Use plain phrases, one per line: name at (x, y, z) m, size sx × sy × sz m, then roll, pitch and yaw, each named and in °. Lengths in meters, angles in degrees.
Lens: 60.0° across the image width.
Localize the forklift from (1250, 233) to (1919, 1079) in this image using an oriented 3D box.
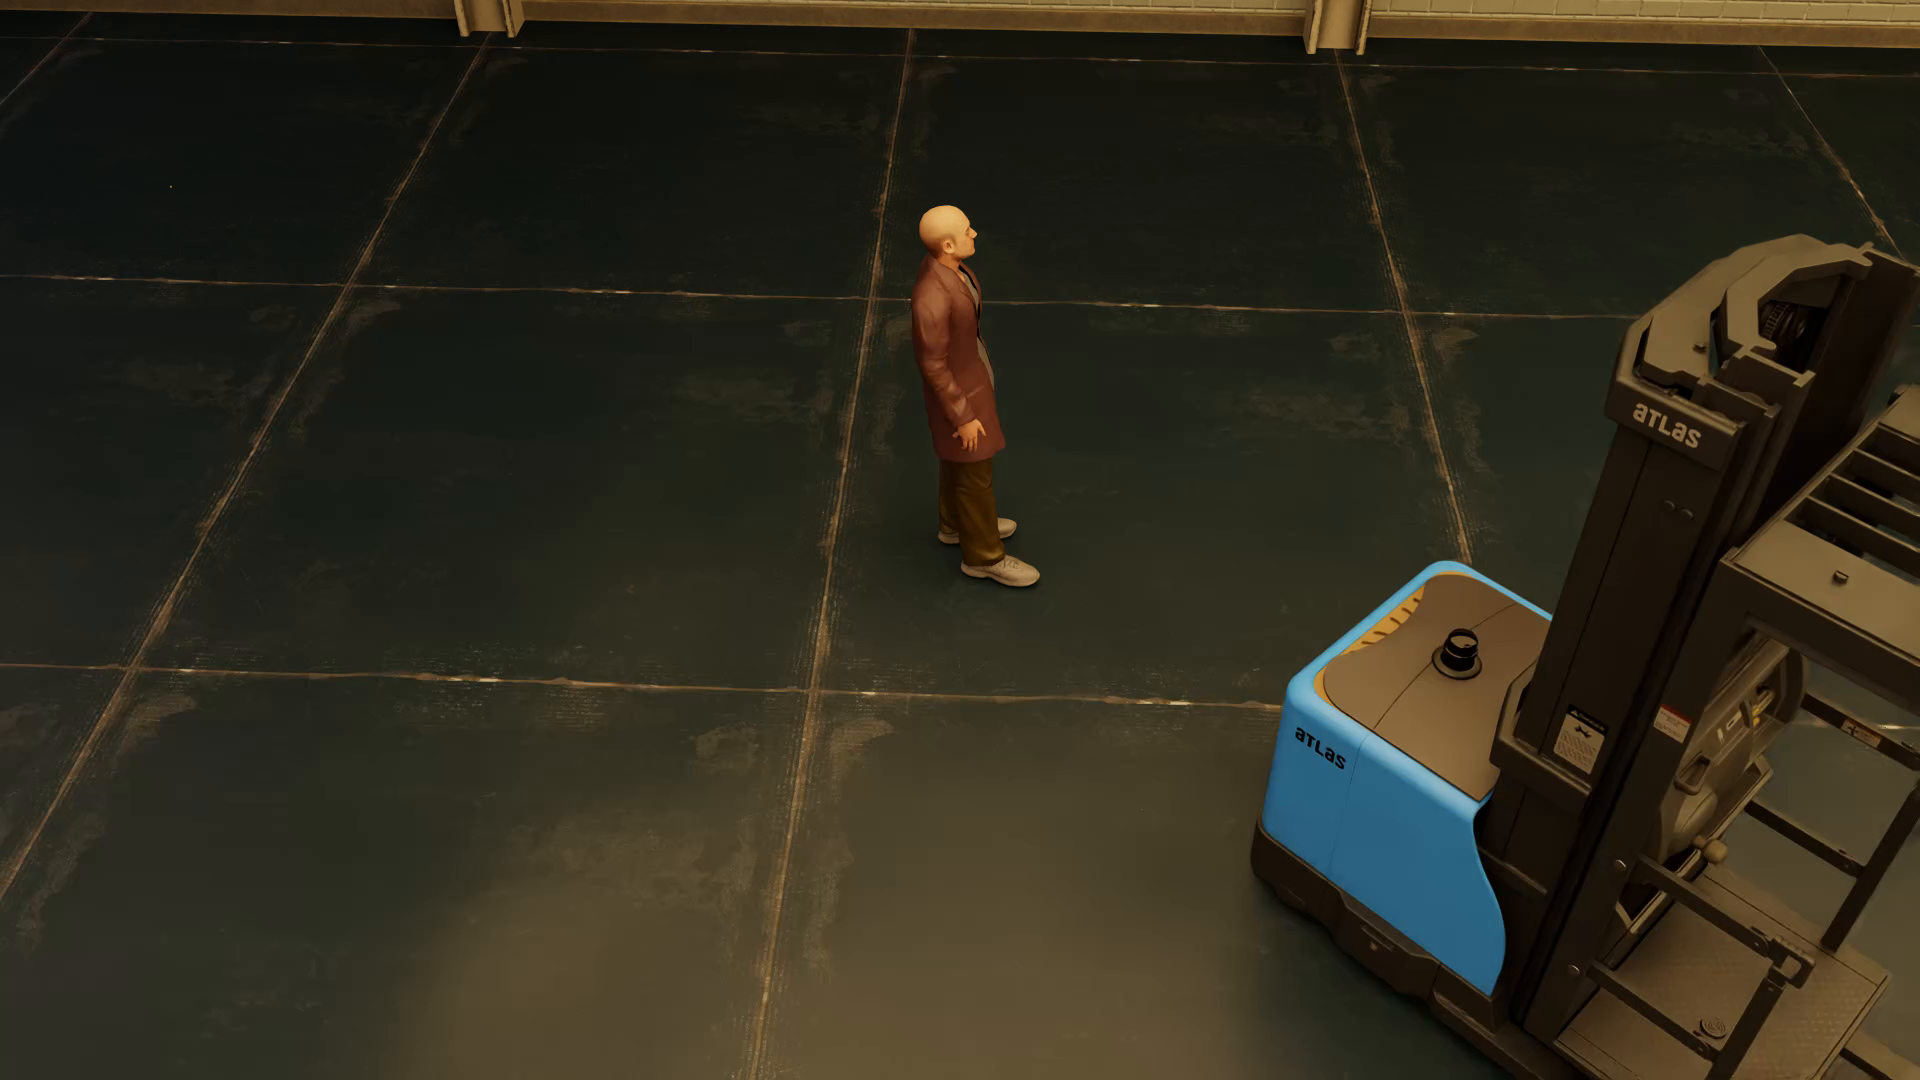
forklift at (2.507, 0.704, 4.971) m, size 1.130 × 2.935 × 3.031 m, roll -33°, pitch 52°, yaw -31°

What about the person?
person at (0.090, -0.656, 7.305) m, size 0.582 × 1.775 × 0.696 m, roll 2°, pitch 42°, yaw 2°
